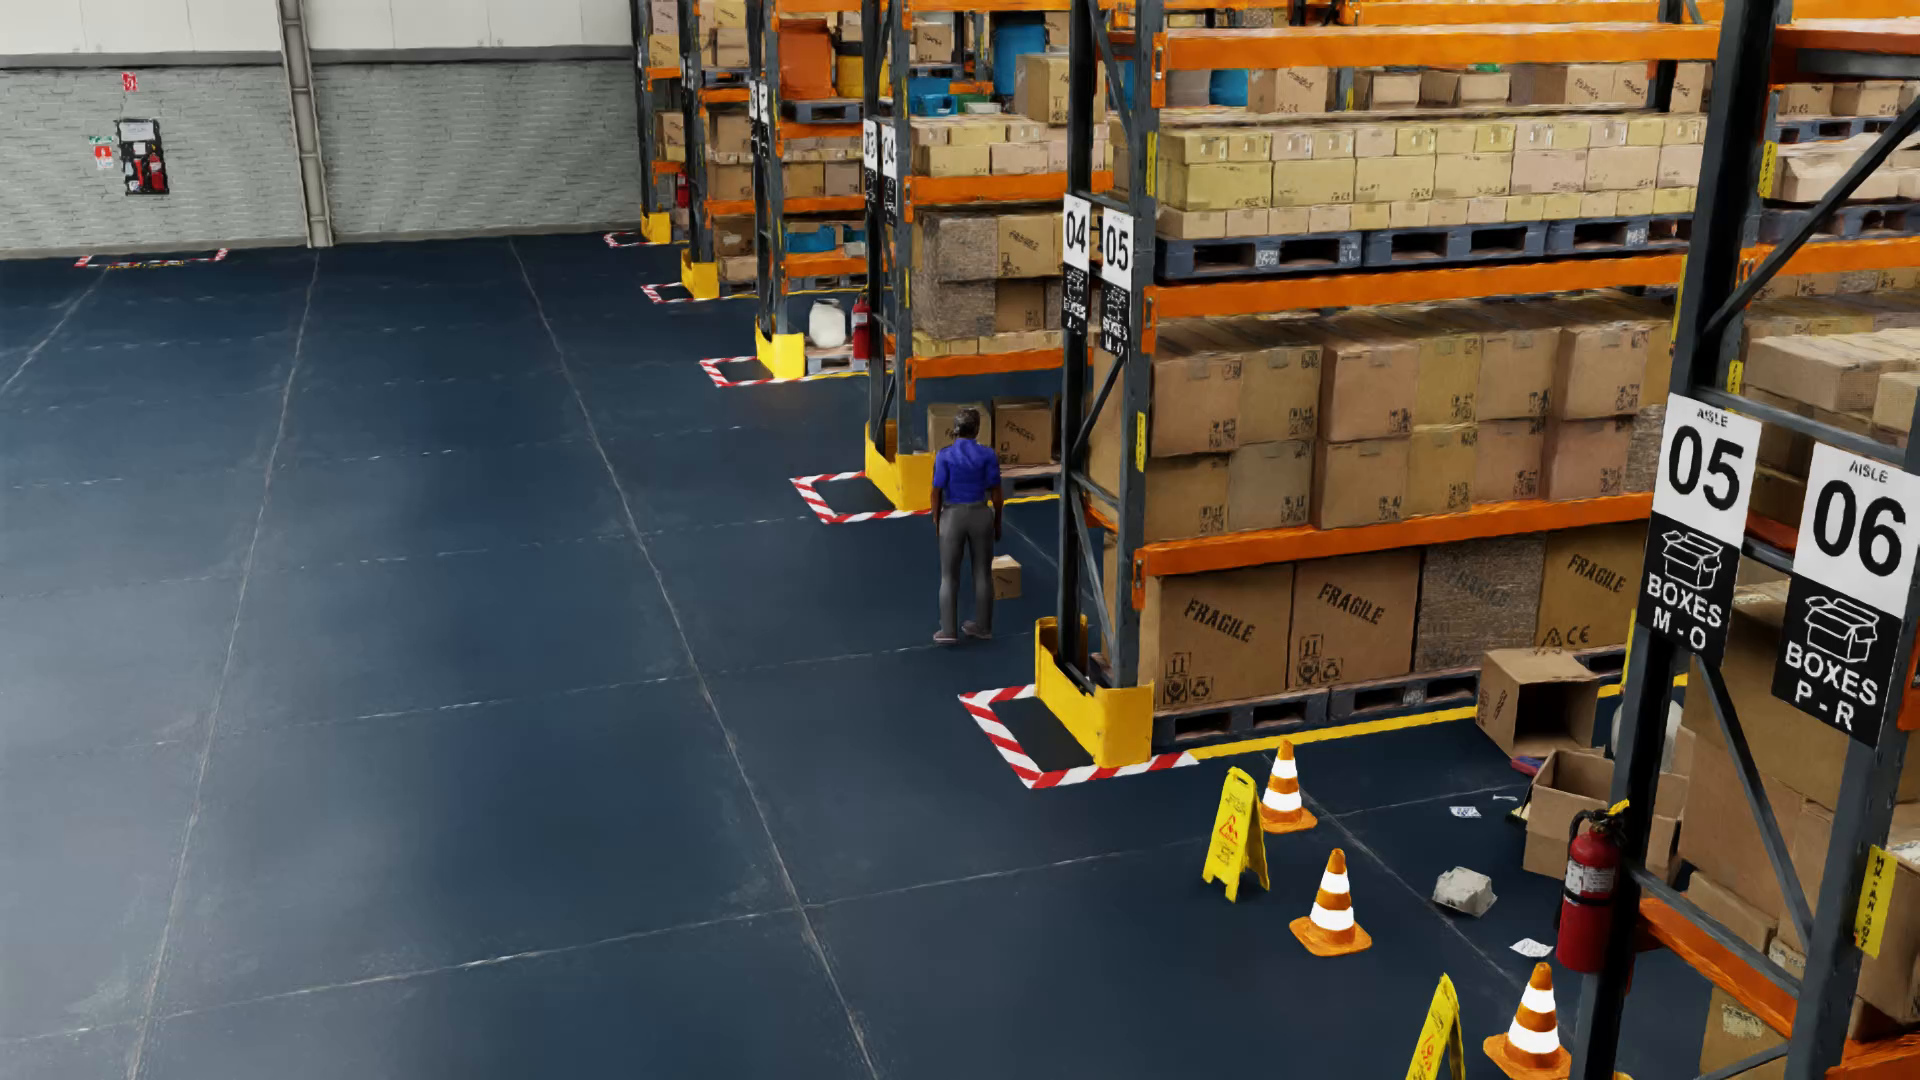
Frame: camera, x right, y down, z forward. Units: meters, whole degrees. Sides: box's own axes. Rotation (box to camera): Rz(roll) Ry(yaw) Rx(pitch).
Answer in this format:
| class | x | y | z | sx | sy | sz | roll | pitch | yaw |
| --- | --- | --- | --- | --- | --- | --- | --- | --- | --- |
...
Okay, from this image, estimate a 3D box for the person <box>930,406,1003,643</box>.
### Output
| class | x | y | z | sx | sy | sz | roll | pitch | yaw |
| --- | --- | --- | --- | --- | --- | --- | --- | --- | --- |
| person | 0.042 | -0.090 | 11.316 | 0.500 | 1.700 | 0.374 | -2 | 19 | -6 |
